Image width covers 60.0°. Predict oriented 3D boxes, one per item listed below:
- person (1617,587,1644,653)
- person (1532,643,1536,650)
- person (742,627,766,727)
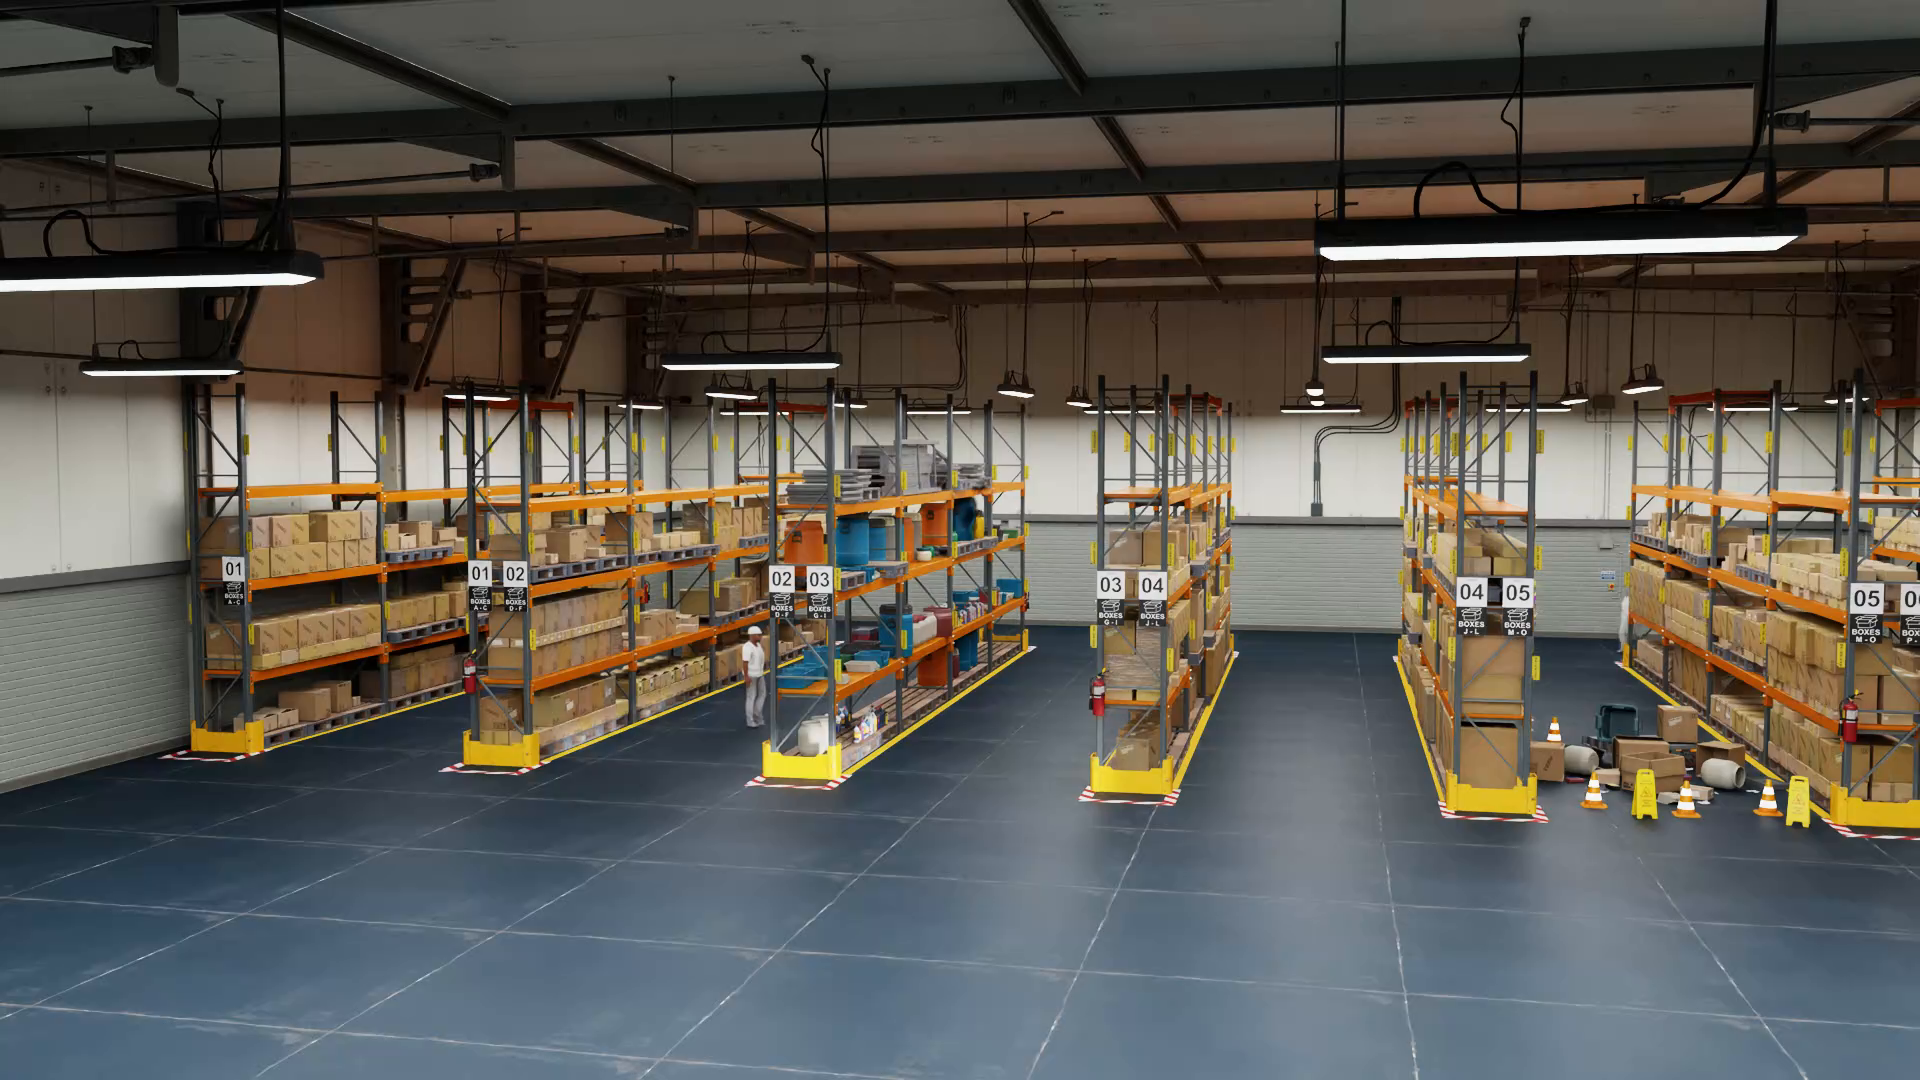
[{"bbox_3d":[16.145,1.903,39.955,0.469,1.614,0.957,3,5,44],"label":"person"},{"bbox_3d":[13.216,1.872,39.706,1.011,1.728,0.597,0,3,-5],"label":"person"},{"bbox_3d":[-3.677,2.462,29.636,0.370,1.842,0.638,1,4,21],"label":"person"}]
